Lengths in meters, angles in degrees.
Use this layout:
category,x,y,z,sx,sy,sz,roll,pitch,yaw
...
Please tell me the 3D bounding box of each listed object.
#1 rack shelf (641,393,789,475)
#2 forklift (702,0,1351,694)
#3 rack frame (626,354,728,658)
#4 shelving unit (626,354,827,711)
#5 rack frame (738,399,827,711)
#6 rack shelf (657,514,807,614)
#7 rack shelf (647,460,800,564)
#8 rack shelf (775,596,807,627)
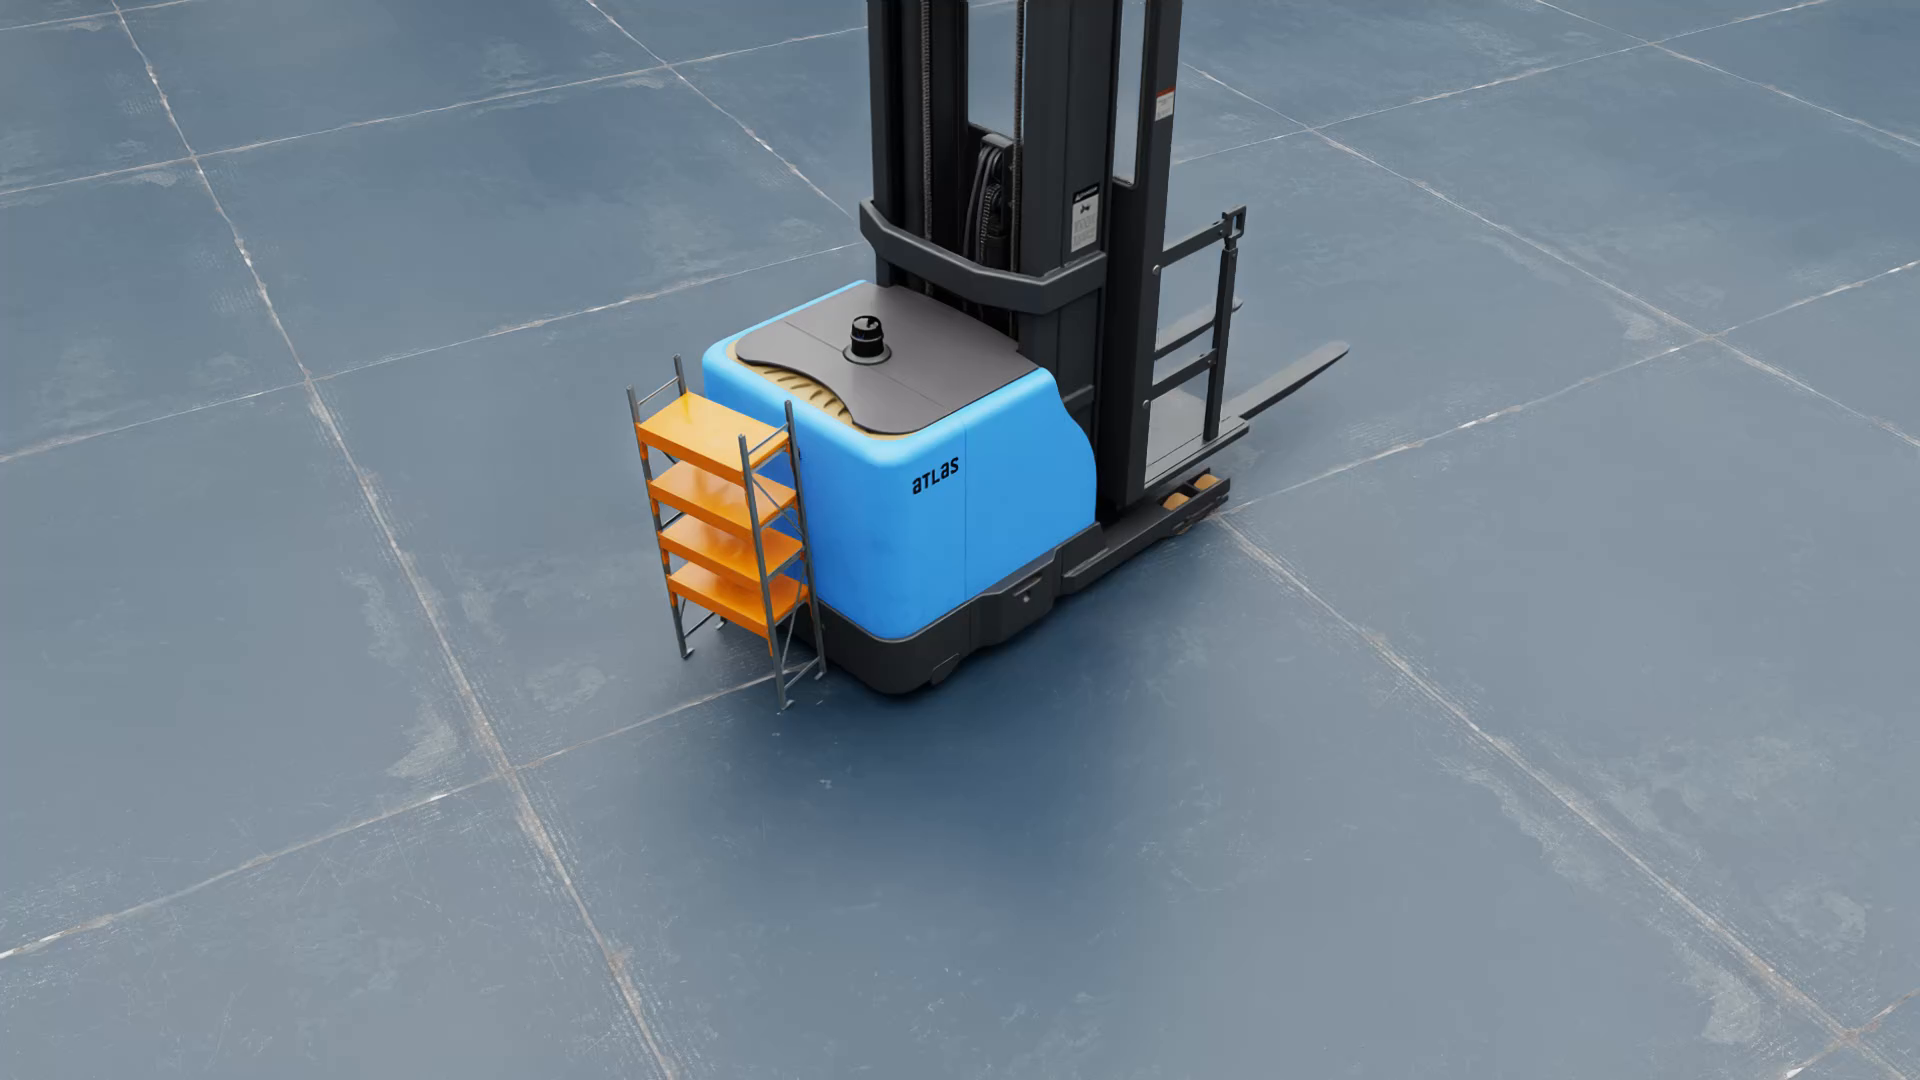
category,x,y,z,sx,sy,sz,roll,pitch,yaw
rack shelf,-0.803,-0.340,5.452,0.457,0.050,0.221,23,46,29
forklift,0.474,-1.401,6.184,3.031,2.935,1.130,-30,46,-35
rack frame,-0.981,-0.091,5.843,0.015,1.200,0.240,23,46,29
shelving unit,-0.785,-0.006,5.726,0.503,1.200,0.258,23,46,29
rack frame,-0.588,0.079,5.609,0.015,1.200,0.240,23,46,29
rack shelf,-0.782,0.046,5.769,0.480,0.148,0.258,23,46,29
rack shelf,-0.791,-0.127,5.627,0.480,0.148,0.258,23,46,29
rack shelf,-0.774,0.177,5.877,0.442,0.029,0.199,23,46,29
